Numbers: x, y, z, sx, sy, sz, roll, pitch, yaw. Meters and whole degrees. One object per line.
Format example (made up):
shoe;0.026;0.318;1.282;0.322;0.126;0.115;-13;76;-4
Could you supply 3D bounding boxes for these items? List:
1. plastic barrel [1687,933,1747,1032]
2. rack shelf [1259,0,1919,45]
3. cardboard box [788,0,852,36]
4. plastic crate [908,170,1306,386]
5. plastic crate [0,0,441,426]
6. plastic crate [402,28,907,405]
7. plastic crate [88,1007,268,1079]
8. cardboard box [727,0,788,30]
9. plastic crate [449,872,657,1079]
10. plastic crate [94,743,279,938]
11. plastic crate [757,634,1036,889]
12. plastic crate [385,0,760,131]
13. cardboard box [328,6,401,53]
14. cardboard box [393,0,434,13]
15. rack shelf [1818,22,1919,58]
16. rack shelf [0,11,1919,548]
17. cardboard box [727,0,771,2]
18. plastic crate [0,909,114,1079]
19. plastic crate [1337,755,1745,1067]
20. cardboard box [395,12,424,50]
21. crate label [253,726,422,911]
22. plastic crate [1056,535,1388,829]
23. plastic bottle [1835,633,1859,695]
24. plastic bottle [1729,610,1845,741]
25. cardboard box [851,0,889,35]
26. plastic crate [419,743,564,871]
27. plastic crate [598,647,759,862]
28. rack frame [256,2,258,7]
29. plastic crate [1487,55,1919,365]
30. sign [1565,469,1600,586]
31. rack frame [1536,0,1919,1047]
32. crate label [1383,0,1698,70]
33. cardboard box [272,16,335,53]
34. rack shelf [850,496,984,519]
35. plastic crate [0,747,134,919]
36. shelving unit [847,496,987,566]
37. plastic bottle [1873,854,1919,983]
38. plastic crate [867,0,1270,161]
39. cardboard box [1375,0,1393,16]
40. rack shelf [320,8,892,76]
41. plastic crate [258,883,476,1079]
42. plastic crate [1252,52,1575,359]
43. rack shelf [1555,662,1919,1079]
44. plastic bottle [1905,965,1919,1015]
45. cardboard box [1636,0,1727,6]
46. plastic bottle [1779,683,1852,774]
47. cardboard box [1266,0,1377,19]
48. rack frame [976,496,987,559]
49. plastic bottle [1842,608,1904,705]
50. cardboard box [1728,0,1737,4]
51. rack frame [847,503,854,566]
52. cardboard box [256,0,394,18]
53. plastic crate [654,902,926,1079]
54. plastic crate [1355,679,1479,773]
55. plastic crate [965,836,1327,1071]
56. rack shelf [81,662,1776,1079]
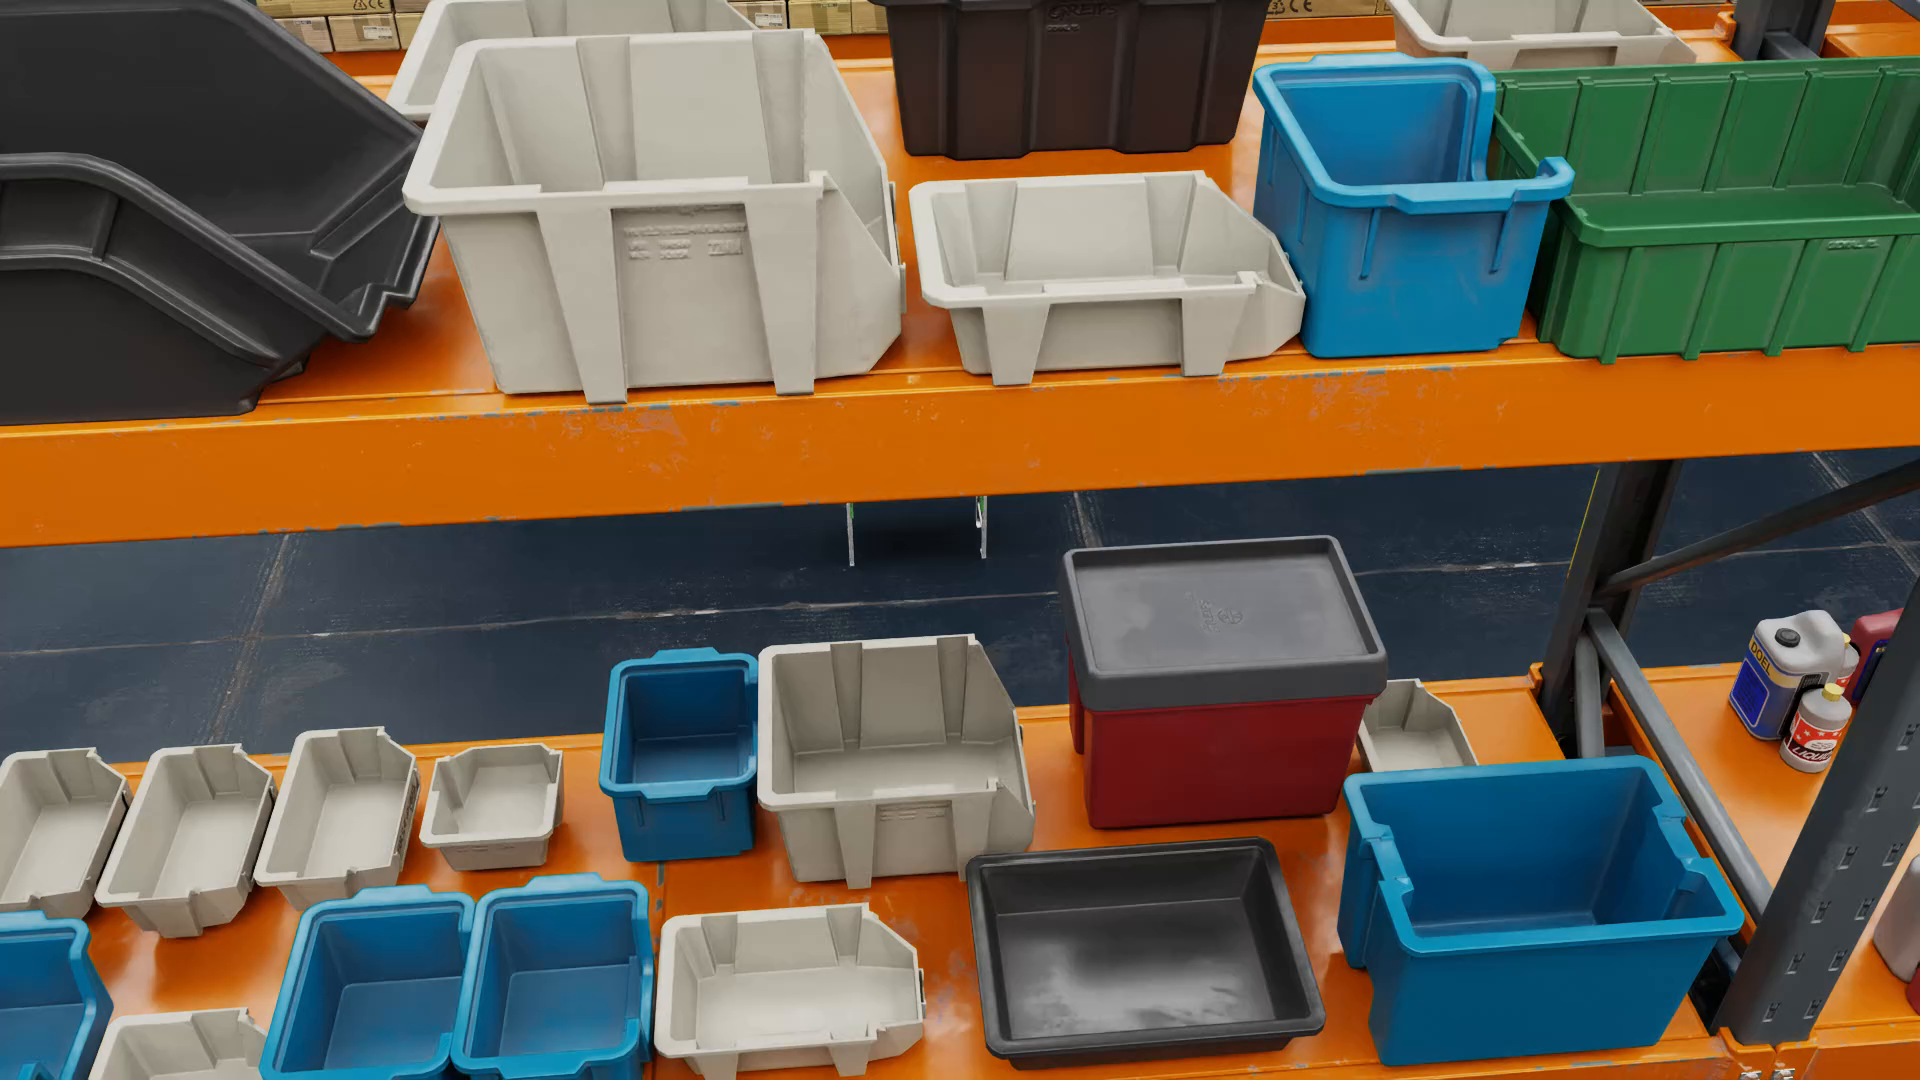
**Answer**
plastic barrel;1.956;1.093;3.798;0.708;0.901;0.600;-3;38;-4
rack shelf;2.966;-2.430;7.488;4.000;0.370;1.077;-3;38;-4
cardboard box;-0.581;-2.214;6.837;0.250;0.149;0.380;-4;38;-5
plastic crate;0.179;-0.316;2.020;0.466;0.136;0.293;-3;38;-4
plastic crate;-1.026;-0.394;1.957;0.767;0.338;0.504;-3;38;-4
plastic crate;-0.337;-0.389;1.996;0.530;0.282;0.437;-3;38;-4
plastic crate;-1.294;0.939;2.803;0.298;0.136;0.250;-3;38;-4
cardboard box;-0.835;-2.201;6.820;0.250;0.149;0.380;-3;38;-3
plastic crate;-0.687;0.816;2.881;0.300;0.233;0.416;-3;38;-4
plastic crate;-1.486;0.590;3.246;0.243;0.136;0.396;-3;38;-4
plastic crate;-0.125;0.447;3.309;0.530;0.282;0.437;-3;38;-4
plastic crate;-0.536;-0.667;2.466;0.530;0.136;0.437;-3;38;-4
cardboard box;-2.372;-2.115;6.712;0.250;0.149;0.380;-4;38;-5
cardboard box;-1.992;-2.333;6.666;0.500;0.250;0.500;-4;38;-5
rack shelf;3.404;-0.551;2.686;4.000;0.370;1.077;-3;38;-4
rack shelf;-0.580;-0.332;2.408;4.000;0.370;1.077;-3;38;-4
cardboard box;-0.971;-2.390;6.739;0.500;0.250;0.500;-4;38;-5
plastic crate;-1.641;0.869;2.814;0.300;0.233;0.416;-3;38;-4
plastic crate;0.977;0.672;2.941;0.575;0.384;0.392;-3;38;-4
cardboard box;-2.117;-2.129;6.730;0.250;0.149;0.380;-4;38;-5
crate label;-1.211;0.559;3.284;0.243;0.136;0.396;-3;38;-4
plastic crate;0.501;0.299;3.349;0.583;0.464;0.402;-3;38;-4
plastic bottle;1.889;0.287;3.625;0.097;0.201;0.097;0;38;0
plastic bottle;1.776;0.281;3.572;0.135;0.276;0.152;-3;38;-4
cardboard box;-0.326;-2.228;6.855;0.250;0.149;0.380;-2;38;-3
plastic crate;-0.917;0.532;3.319;0.250;0.136;0.298;-3;38;-4
plastic crate;-0.549;0.444;3.352;0.300;0.233;0.416;-3;38;-4
rack frame;-3.011;-2.383;6.848;0.127;3.000;1.000;-3;38;-4
plastic crate;1.017;-0.431;2.124;0.662;0.188;0.450;-3;38;-4
sign;1.365;0.005;3.598;0.005;0.325;0.100;-3;38;-4
rack frame;1.412;0.454;3.253;0.127;3.000;1.000;-3;38;-4
crate label;0.899;-0.772;2.598;0.466;0.136;0.293;-3;38;-4
cardboard box;-2.628;-2.100;6.693;0.250;0.149;0.380;-3;38;-3
rack shelf;-0.165;-0.223;6.055;0.480;0.148;0.258;-3;38;-4
plastic crate;-1.776;0.597;3.237;0.243;0.136;0.396;-3;38;-4
shelving unit;-0.165;-0.462;5.867;0.503;1.200;0.258;-3;38;-4
plastic bottle;1.832;0.651;3.043;0.185;0.351;0.144;-3;38;-4
plastic crate;0.151;-0.774;2.493;0.590;0.269;0.497;-3;38;-4
cardboard box;1.955;-2.541;6.968;0.500;0.500;0.500;-3;38;-4
rack shelf;-1.019;-2.210;7.210;4.000;0.370;1.077;-3;38;-4
plastic crate;-0.985;0.833;2.860;0.300;0.233;0.416;-3;38;-4
plastic crate;0.534;-0.411;2.063;0.300;0.233;0.416;-3;38;-4
rack shelf;3.404;0.626;3.615;4.000;0.370;1.077;-3;38;-4
plastic bottle;1.815;0.743;2.981;0.133;0.283;0.061;-3;38;-4
cardboard box;2.967;-2.599;7.042;0.500;0.500;0.500;-2;38;-3
plastic bottle;1.806;0.387;3.499;0.097;0.201;0.097;0;38;0
cardboard box;1.454;-2.513;6.932;0.500;0.500;0.500;-3;38;-4
rack frame;0.078;-0.475;5.884;0.015;1.200;0.240;-3;38;-4
plastic bottle;2.003;0.238;3.622;0.133;0.283;0.061;-3;38;-4
cardboard box;3.474;-2.627;7.077;0.500;0.500;0.500;-4;38;-5
rack frame;-0.408;-0.449;5.850;0.015;1.200;0.240;-3;38;-4
cardboard box;-2.509;-2.300;6.625;0.500;0.250;0.500;-4;38;-5
plastic crate;-0.296;0.815;2.960;0.466;0.136;0.293;-3;38;-4
plastic crate;0.936;0.471;3.396;0.243;0.136;0.396;-3;38;-4
plastic crate;0.321;0.765;3.032;0.590;0.125;0.437;-3;38;-4
rack shelf;-0.580;0.846;3.337;4.000;0.370;1.077;-3;38;-4
